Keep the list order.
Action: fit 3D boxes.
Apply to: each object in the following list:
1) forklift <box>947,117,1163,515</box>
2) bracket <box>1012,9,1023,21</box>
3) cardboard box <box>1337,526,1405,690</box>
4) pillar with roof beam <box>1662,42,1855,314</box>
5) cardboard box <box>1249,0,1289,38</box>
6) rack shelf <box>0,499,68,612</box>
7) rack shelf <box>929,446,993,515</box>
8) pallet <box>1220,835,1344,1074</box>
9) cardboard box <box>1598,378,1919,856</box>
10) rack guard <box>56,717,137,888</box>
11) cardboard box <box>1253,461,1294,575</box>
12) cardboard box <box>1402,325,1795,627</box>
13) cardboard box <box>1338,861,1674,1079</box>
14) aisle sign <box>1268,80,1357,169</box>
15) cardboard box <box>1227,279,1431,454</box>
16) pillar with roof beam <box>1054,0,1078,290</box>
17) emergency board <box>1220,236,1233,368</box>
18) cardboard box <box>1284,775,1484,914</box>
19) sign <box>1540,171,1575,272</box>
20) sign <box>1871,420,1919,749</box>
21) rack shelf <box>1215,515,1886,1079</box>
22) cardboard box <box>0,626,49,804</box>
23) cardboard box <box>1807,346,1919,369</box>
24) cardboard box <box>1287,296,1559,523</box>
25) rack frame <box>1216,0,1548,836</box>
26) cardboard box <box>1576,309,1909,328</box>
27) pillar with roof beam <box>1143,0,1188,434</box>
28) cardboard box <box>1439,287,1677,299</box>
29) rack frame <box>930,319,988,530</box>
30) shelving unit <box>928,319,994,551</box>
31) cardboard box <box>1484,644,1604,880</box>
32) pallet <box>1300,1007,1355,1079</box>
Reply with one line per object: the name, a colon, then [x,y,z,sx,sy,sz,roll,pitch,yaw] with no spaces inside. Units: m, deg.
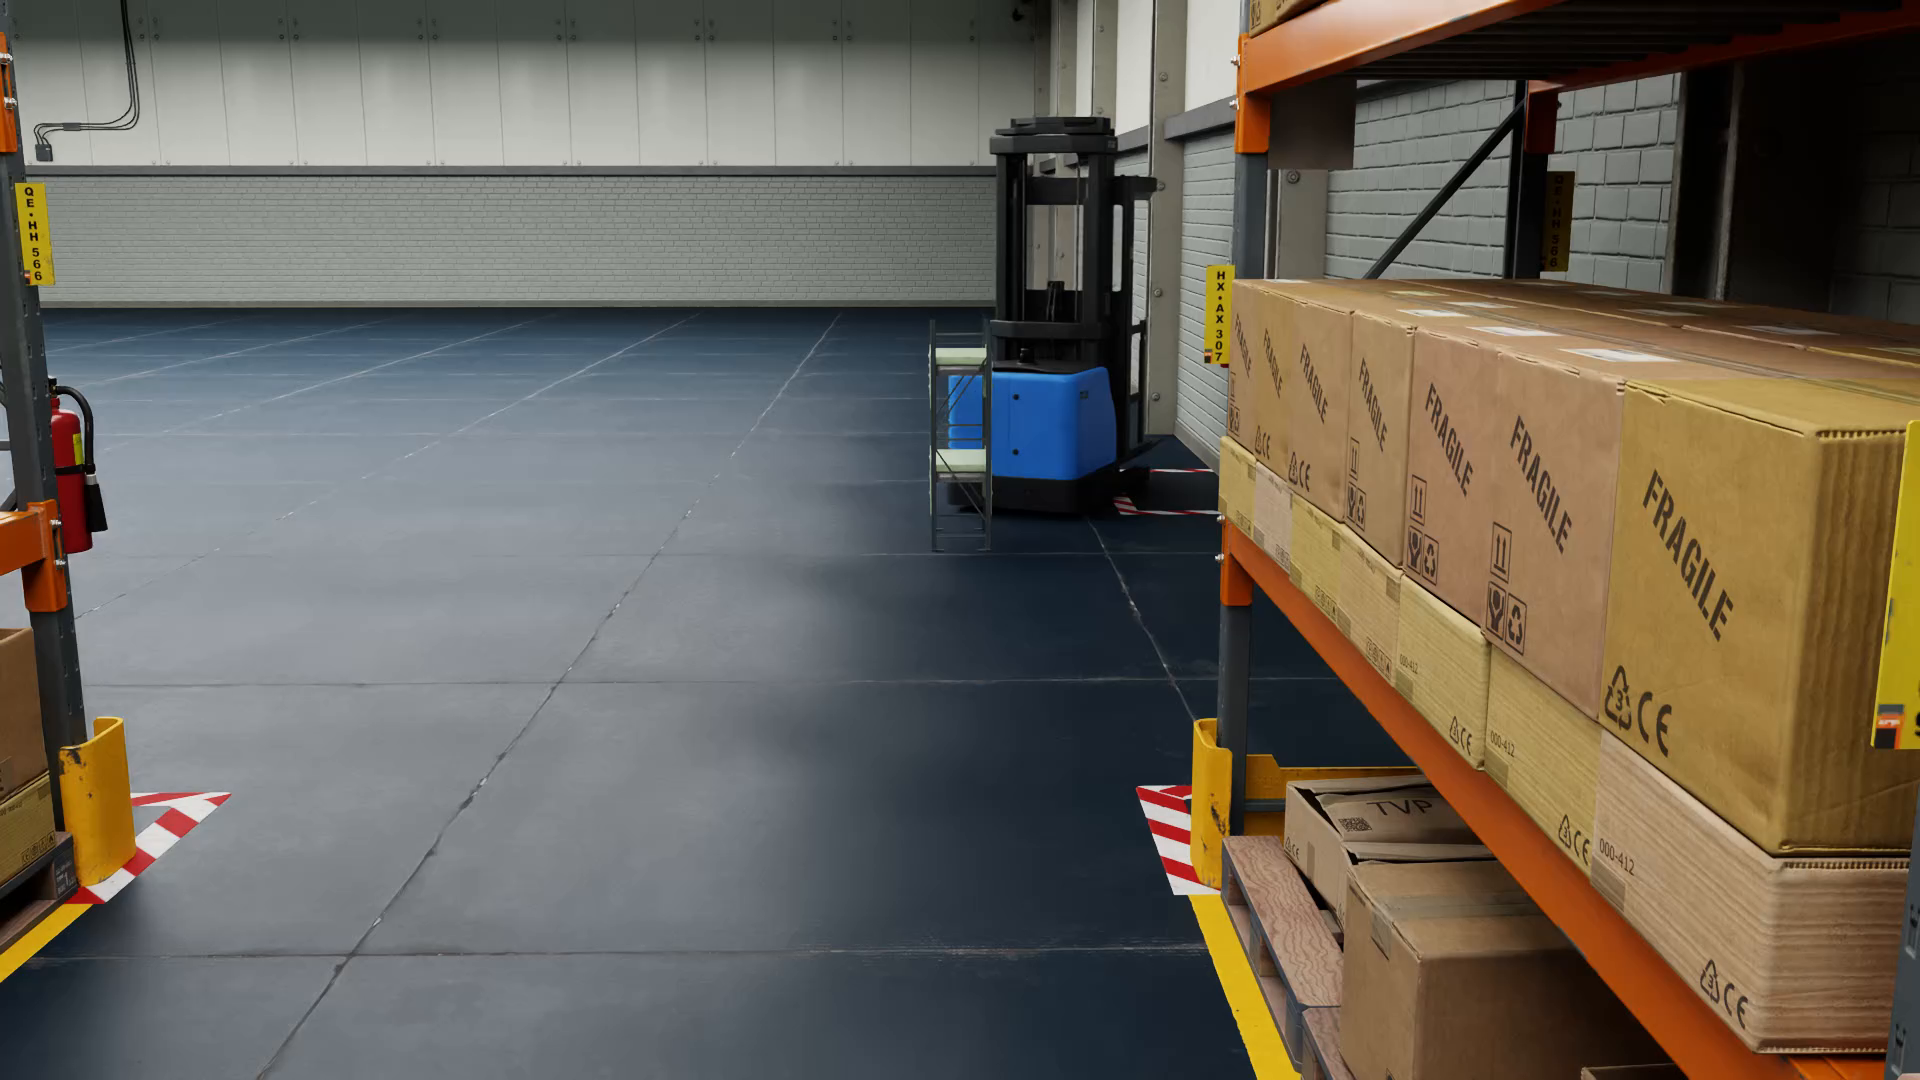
forklift: [0.928,-1.876,13.434,1.130,2.935,3.031,5,12,22]
bracket: [1.256,-11.413,36.128,0.235,0.232,0.430,0,11,-1]
cardboard box: [1.140,0.138,3.659,0.500,0.250,0.500,0,11,-1]
pillar with roof beam: [-2.015,-3.115,4.282,9.100,9.000,0.400,0,11,-1]
cardboard box: [1.166,-1.790,4.991,0.500,0.500,0.500,0,11,0]
rack shelf: [-3.502,0.443,3.642,1.077,0.370,4.000,0,11,-1]
rack shelf: [0.000,-0.417,11.481,0.431,0.370,0.720,0,11,-1]
pallet: [1.393,1.215,5.040,1.003,0.211,1.213,0,11,-1]
cardboard box: [1.173,0.070,2.110,0.500,0.500,0.500,0,11,-1]
rack guard: [-3.544,0.913,5.802,1.175,0.500,0.348,0,11,-1]
cardboard box: [1.127,-0.063,4.654,0.500,0.250,0.500,-1,11,-3]
cardboard box: [1.158,-0.129,3.092,0.500,0.500,0.500,-1,11,-3]
cardboard box: [1.311,1.078,3.880,0.700,0.500,0.500,-1,12,-5]
aisle sign: [1.108,-1.616,5.440,0.394,0.787,0.004,0,11,-1]
cardboard box: [1.119,-0.536,5.098,0.500,0.500,0.500,0,11,-1]
pillar with roof beam: [-2.511,-7.886,27.798,9.100,9.000,0.400,0,11,-1]
emergency board: [2.152,-1.877,13.267,0.194,1.169,0.643,0,11,-1]
cardboard box: [1.334,0.912,5.178,0.500,0.311,0.500,-2,12,-8]
sign: [1.965,-1.049,5.479,0.100,0.325,0.005,0,11,-1]
sign: [0.950,0.046,1.610,0.100,0.325,0.005,0,11,-1]
rack shelf: [1.451,0.422,3.746,1.077,0.370,4.000,0,11,-1]
cardboard box: [-3.234,0.572,5.168,0.500,0.500,0.500,0,11,-1]
cardboard box: [1.684,-0.034,2.625,0.500,0.500,0.500,0,11,-1]
cardboard box: [1.123,-0.335,4.108,0.500,0.500,0.500,-1,11,-3]
rack frame: [1.409,-0.328,5.634,1.000,3.000,0.127,0,11,-1]
cardboard box: [1.658,-0.237,3.621,0.500,0.500,0.500,0,11,0]
pillar with roof beam: [-2.263,-5.501,16.040,9.100,9.000,0.400,0,11,-1]
cardboard box: [1.632,-0.439,4.621,0.500,0.500,0.500,0,11,0]
rack frame: [-0.008,-0.809,11.775,0.400,1.500,0.023,0,11,-1]
shelving unit: [0.000,-0.736,11.417,0.431,1.500,0.755,0,11,-1]
cardboard box: [1.177,0.338,2.674,0.500,0.250,0.500,0,11,-1]
pallet: [1.415,1.457,3.847,1.003,0.211,1.213,0,11,-1]
